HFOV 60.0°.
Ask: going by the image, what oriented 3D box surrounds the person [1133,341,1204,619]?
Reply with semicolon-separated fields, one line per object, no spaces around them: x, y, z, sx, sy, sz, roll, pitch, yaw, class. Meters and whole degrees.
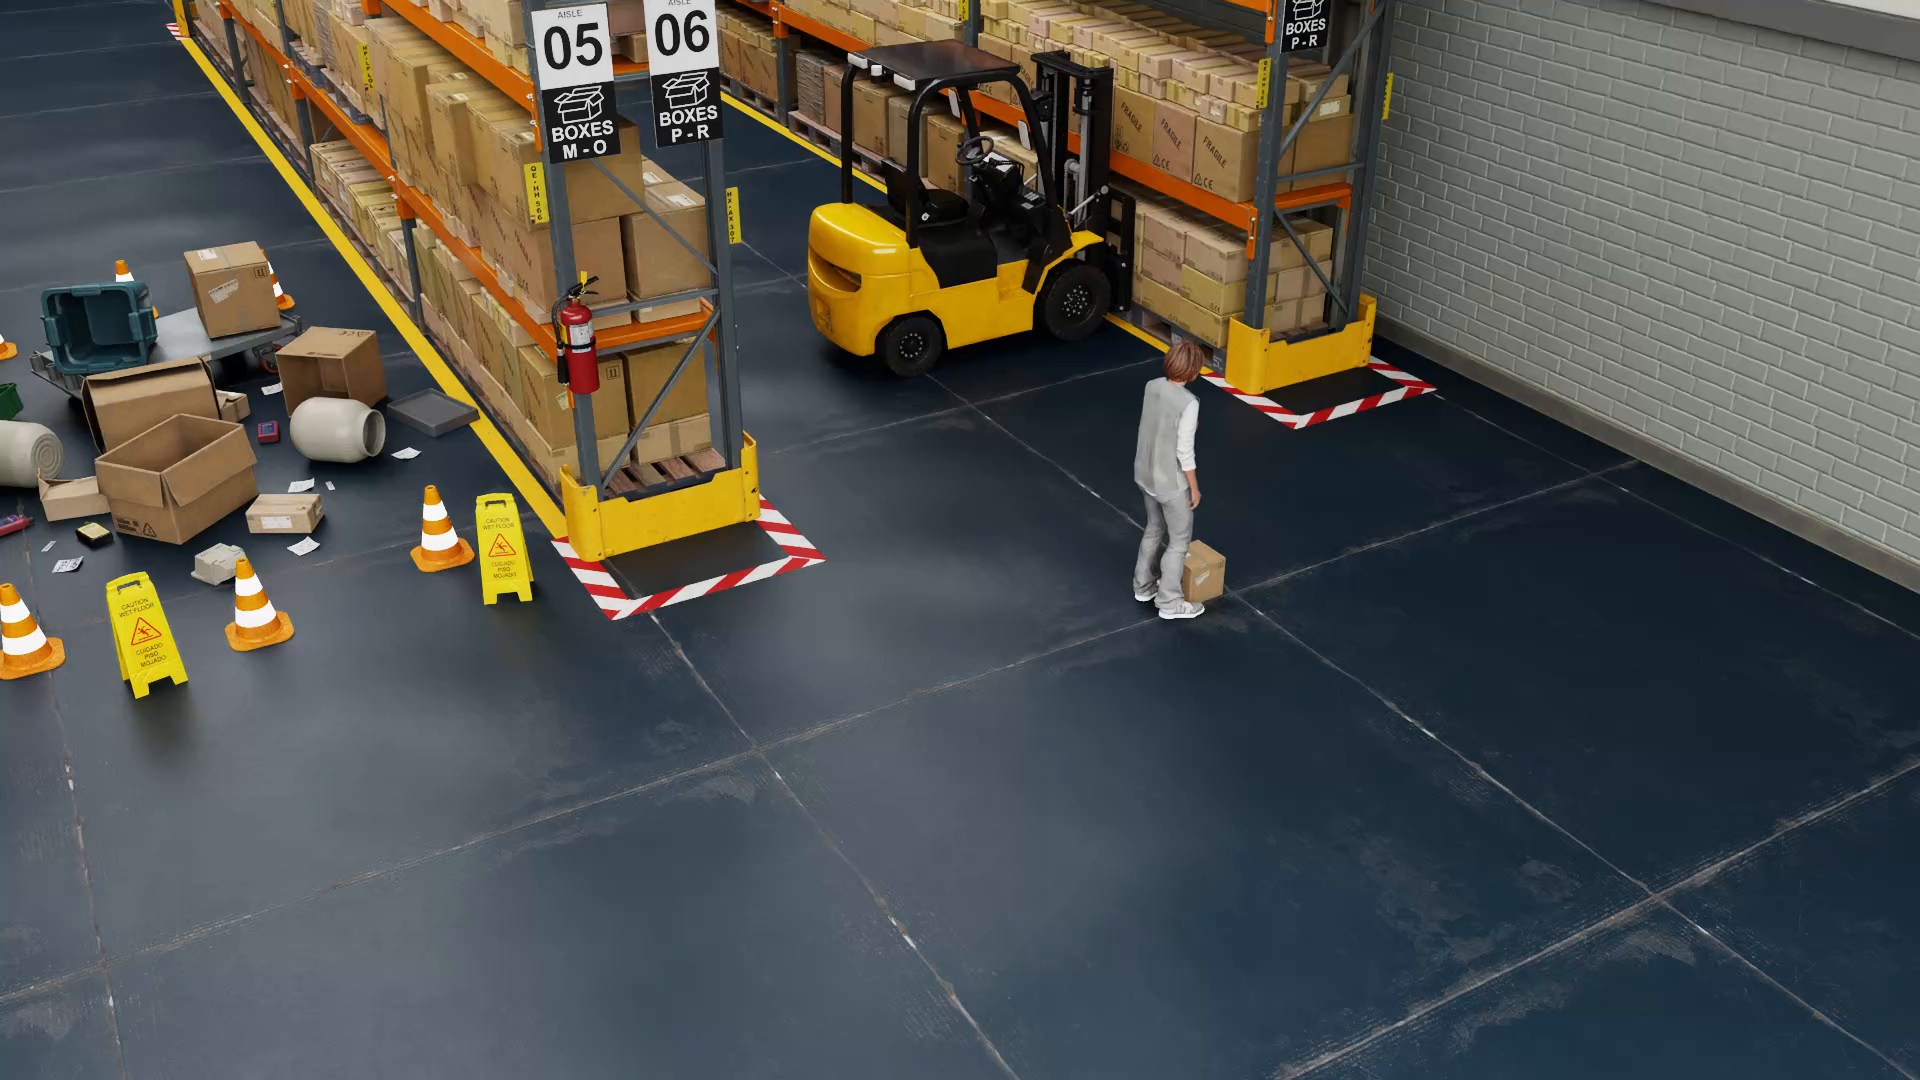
1.143;-0.329;9.144;0.344;1.593;0.460;-16;33;-26;person
